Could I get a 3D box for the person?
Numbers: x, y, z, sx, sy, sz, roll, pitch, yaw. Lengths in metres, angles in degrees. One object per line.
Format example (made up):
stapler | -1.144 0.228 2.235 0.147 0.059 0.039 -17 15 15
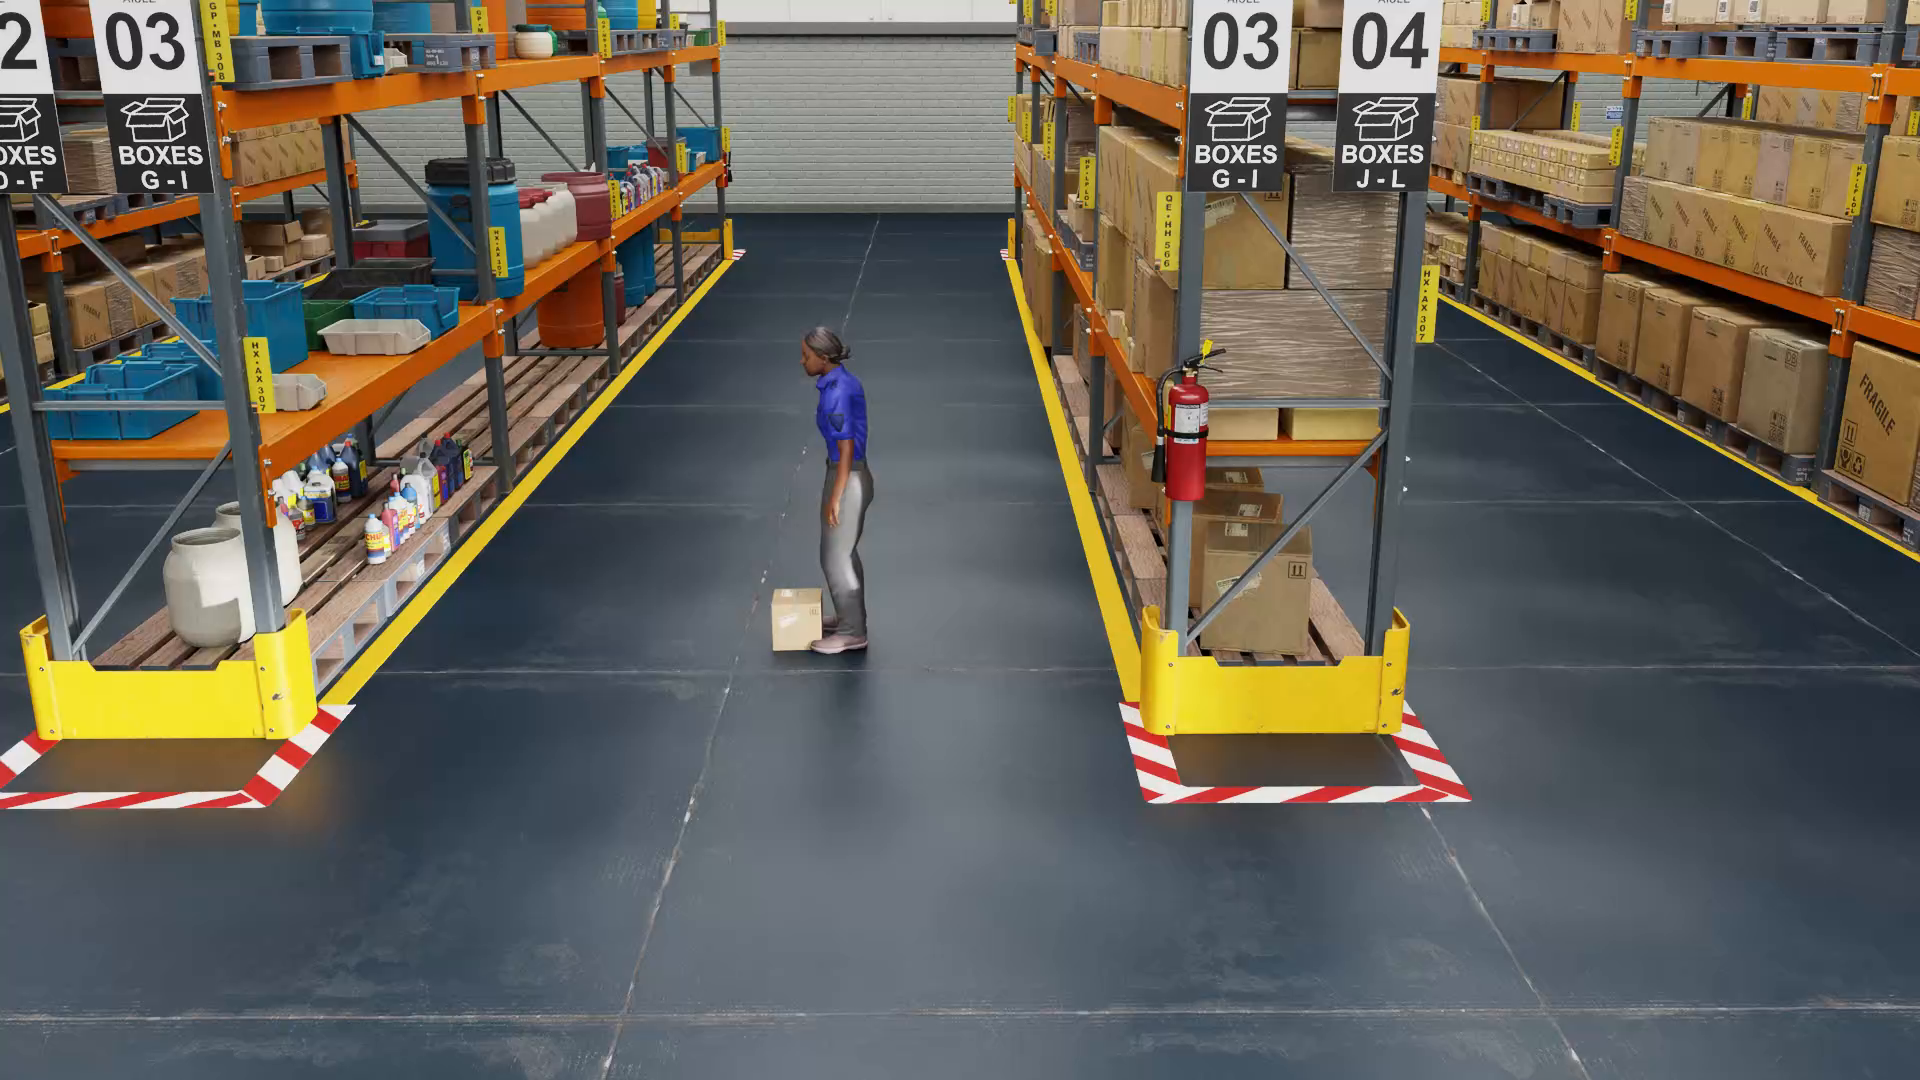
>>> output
person | -0.611 -0.264 8.405 0.353 1.654 0.518 -1 17 -2
